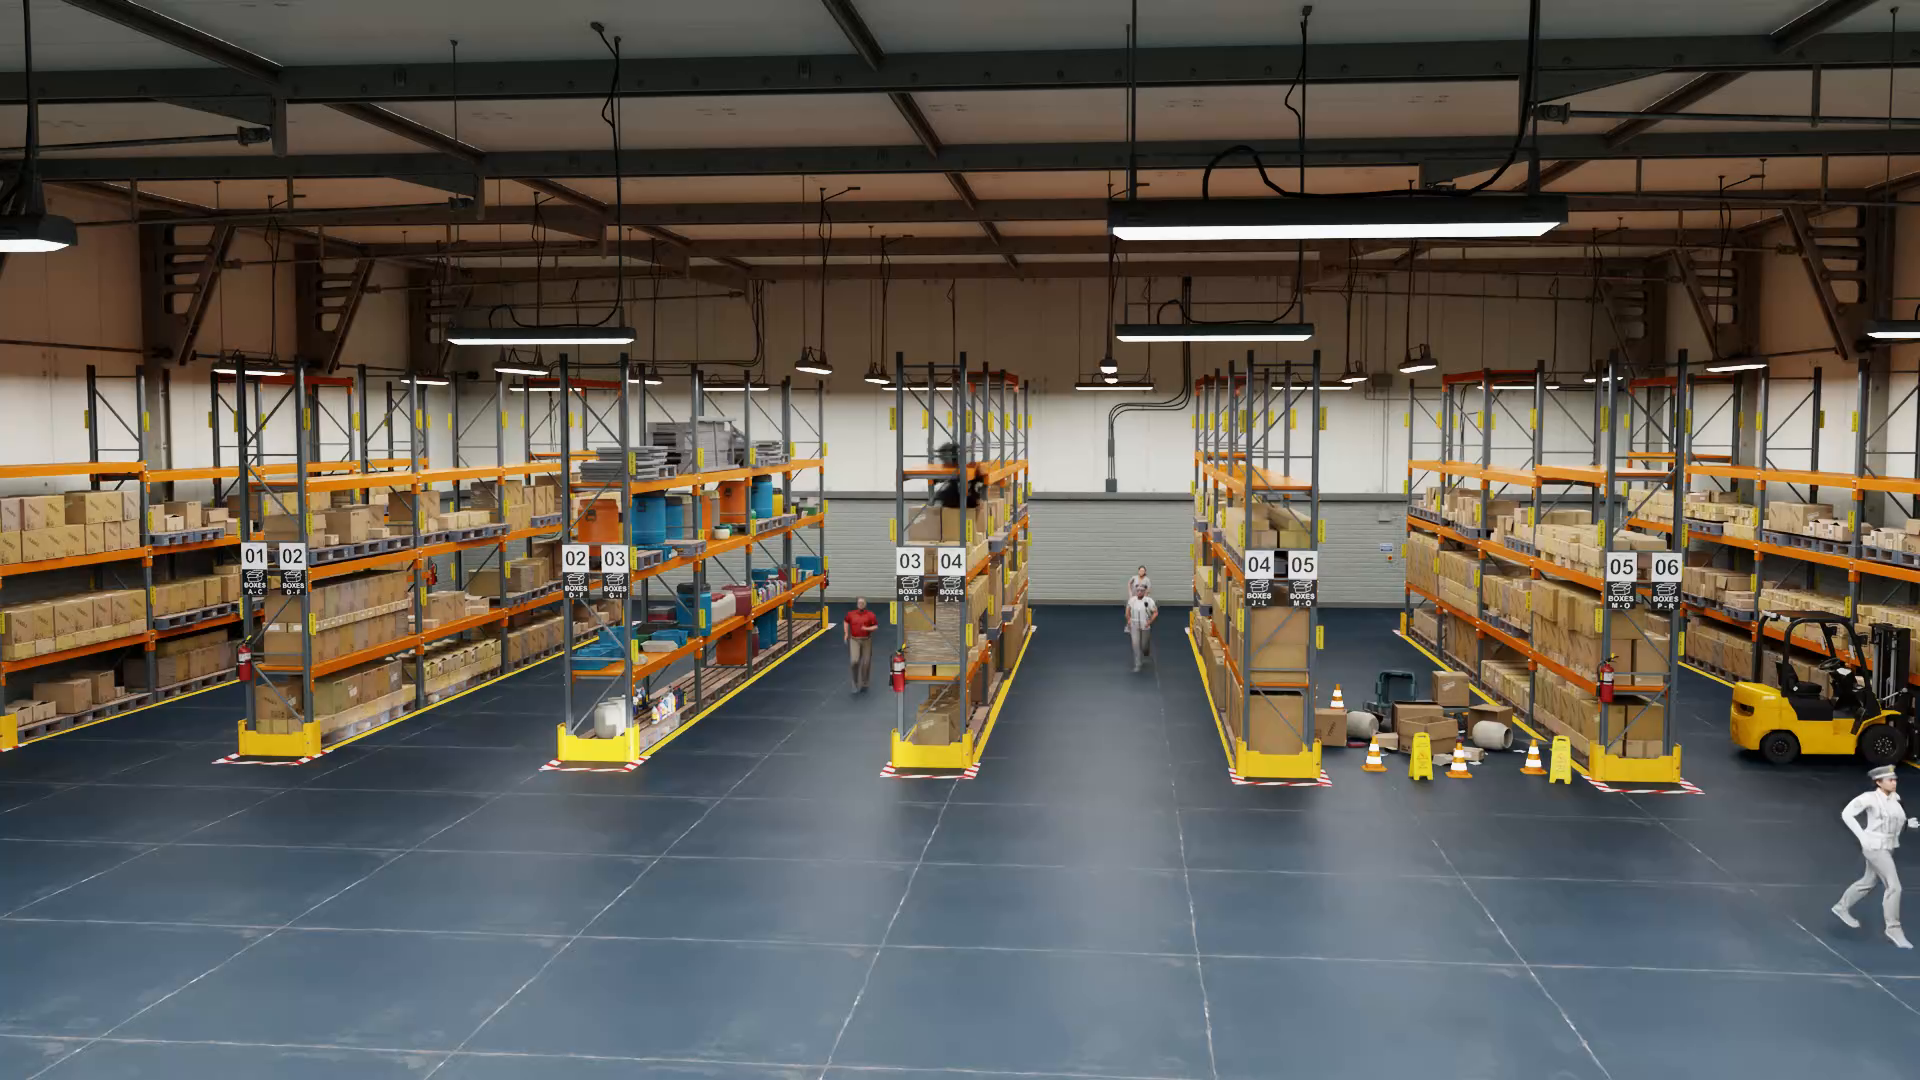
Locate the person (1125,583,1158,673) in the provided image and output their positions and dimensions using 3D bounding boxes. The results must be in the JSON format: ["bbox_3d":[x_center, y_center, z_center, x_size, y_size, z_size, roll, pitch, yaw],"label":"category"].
[{"bbox_3d":[3.658,1.752,33.548,0.675,1.784,0.868,1,4,12],"label":"person"}]

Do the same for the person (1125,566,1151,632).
[{"bbox_3d":[4.188,1.408,39.269,0.643,1.596,0.564,1,4,16],"label":"person"}]

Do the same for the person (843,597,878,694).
[{"bbox_3d":[-1.839,1.962,30.863,0.631,1.798,0.768,0,4,-5],"label":"person"}]

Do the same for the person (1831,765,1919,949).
[{"bbox_3d":[8.954,3.022,16.066,0.586,1.748,0.628,-3,5,-35],"label":"person"}]
